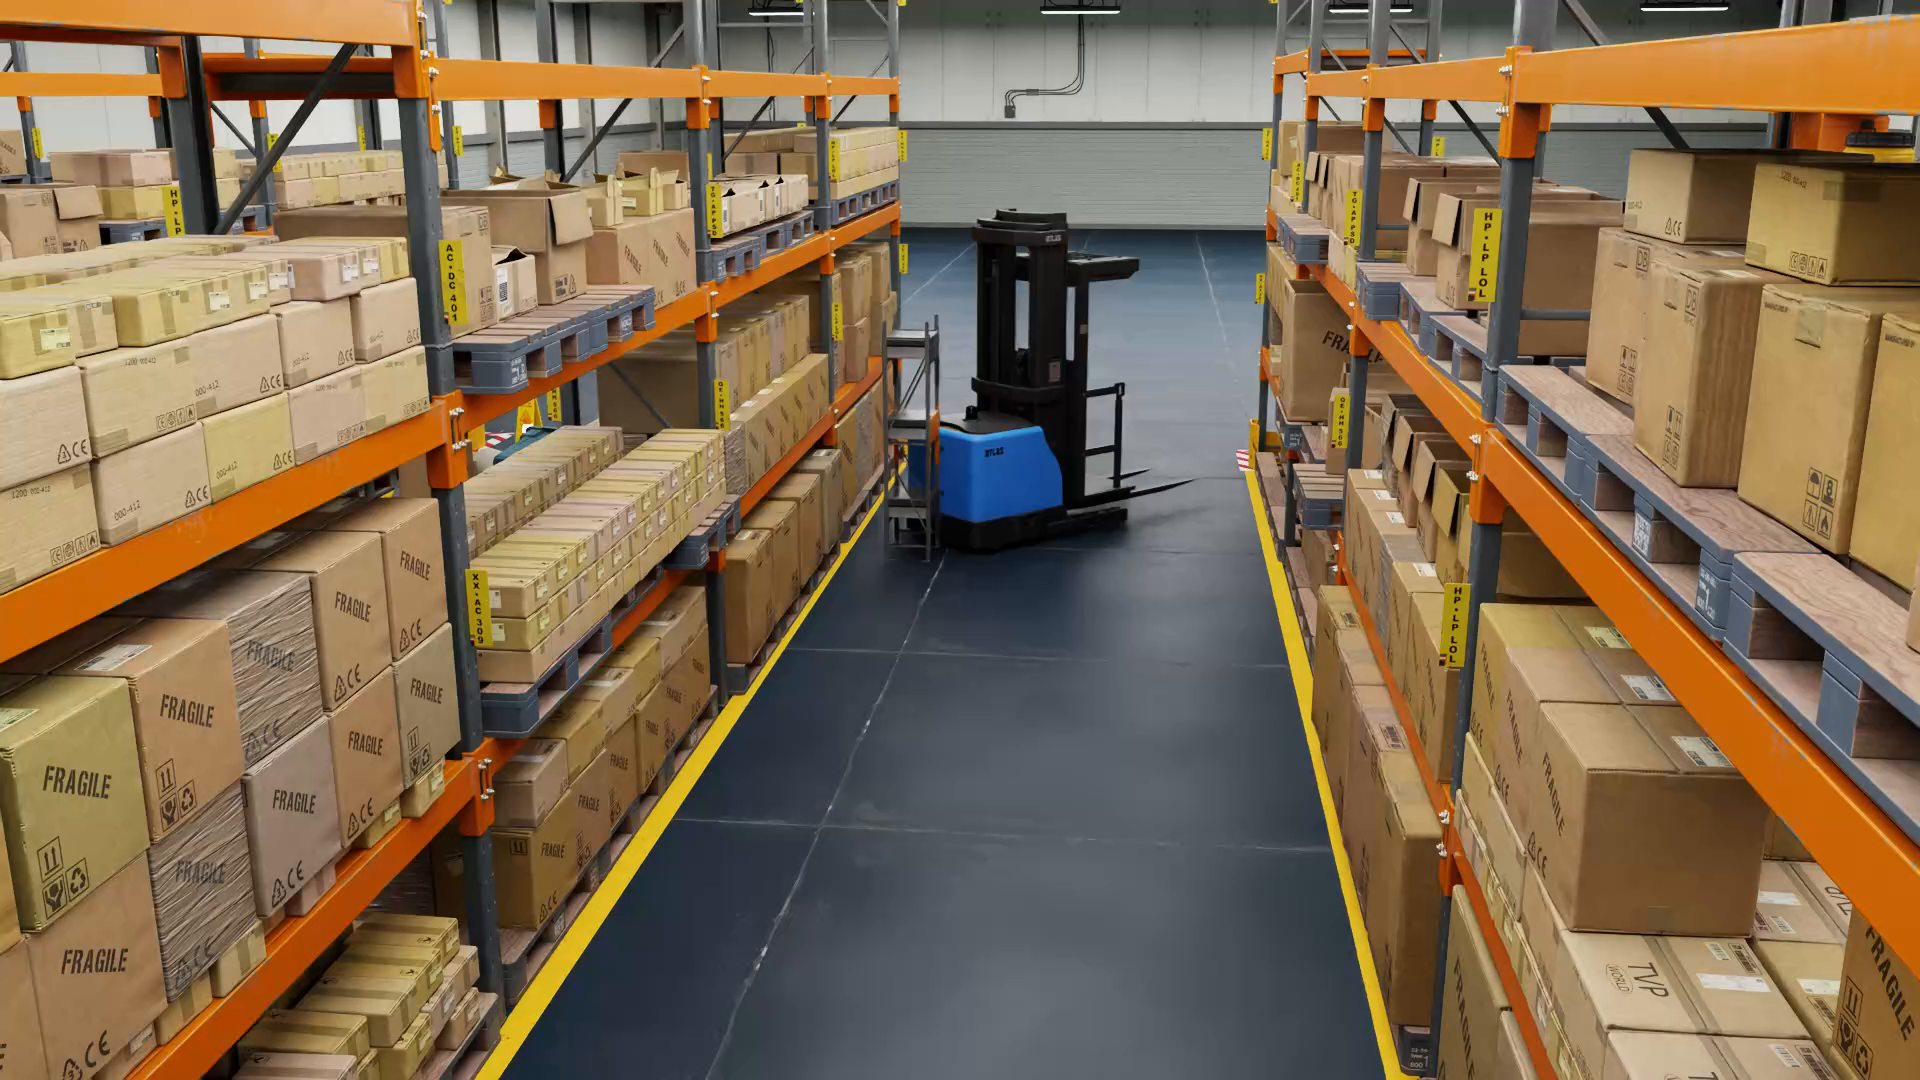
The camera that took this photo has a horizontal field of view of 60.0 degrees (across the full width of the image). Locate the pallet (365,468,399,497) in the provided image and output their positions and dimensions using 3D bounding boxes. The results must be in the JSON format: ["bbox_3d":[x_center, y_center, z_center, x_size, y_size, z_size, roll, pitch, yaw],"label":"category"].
[{"bbox_3d":[-6.365,-0.658,17.280,1.003,0.211,1.213,2,15,6],"label":"pallet"}]

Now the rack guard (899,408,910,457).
[{"bbox_3d":[-1.157,-1.229,18.838,1.175,0.500,0.348,2,15,6],"label":"rack guard"}]

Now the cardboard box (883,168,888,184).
[{"bbox_3d":[-0.947,-3.714,16.976,0.380,0.149,0.250,2,15,7],"label":"cardboard box"}]

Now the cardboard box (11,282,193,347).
[{"bbox_3d":[-2.406,-0.635,4.671,0.380,0.149,0.250,1,15,5],"label":"cardboard box"}]

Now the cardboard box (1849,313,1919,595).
[{"bbox_3d":[2.140,-0.134,3.064,0.700,0.500,0.500,1,15,4],"label":"cardboard box"}]

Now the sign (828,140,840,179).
[{"bbox_3d":[-1.071,-3.228,14.102,0.100,0.325,0.005,2,15,6],"label":"sign"}]

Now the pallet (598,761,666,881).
[{"bbox_3d":[-2.292,1.509,9.263,1.003,0.211,1.213,2,15,6],"label":"pallet"}]

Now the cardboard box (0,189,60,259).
[{"bbox_3d":[-6.875,-2.216,11.761,0.700,0.500,0.500,2,15,6],"label":"cardboard box"}]

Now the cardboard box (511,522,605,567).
[{"bbox_3d":[-1.925,0.022,7.960,0.380,0.149,0.250,1,15,6],"label":"cardboard box"}]

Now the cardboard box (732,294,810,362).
[{"bbox_3d":[-1.661,-1.794,14.032,0.700,0.500,0.500,1,15,5],"label":"cardboard box"}]

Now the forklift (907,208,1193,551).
[{"bbox_3d":[0.961,-1.616,15.610,3.031,2.935,1.130,-12,19,-38],"label":"forklift"}]

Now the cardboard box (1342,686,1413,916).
[{"bbox_3d":[2.555,1.280,8.037,1.225,0.875,0.875,1,15,4],"label":"cardboard box"}]

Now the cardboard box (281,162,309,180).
[{"bbox_3d":[-6.181,-3.364,15.151,0.380,0.149,0.250,2,15,8],"label":"cardboard box"}]

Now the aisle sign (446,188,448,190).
[{"bbox_3d":[-5.795,-3.812,18.620,0.394,0.787,0.004,2,15,6],"label":"aisle sign"}]

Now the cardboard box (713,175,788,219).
[{"bbox_3d":[-1.590,-2.587,12.499,0.500,0.311,0.500,1,15,4],"label":"cardboard box"}]

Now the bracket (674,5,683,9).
[{"bbox_3d":[-8.011,-15.513,48.487,0.076,0.066,3.189,2,15,6],"label":"bracket"}]

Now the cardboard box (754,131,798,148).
[{"bbox_3d":[-1.744,-3.786,15.718,0.380,0.149,0.250,2,15,6],"label":"cardboard box"}]

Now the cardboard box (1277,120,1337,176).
[{"bbox_3d":[3.321,-3.761,15.948,0.500,0.500,0.500,2,15,6],"label":"cardboard box"}]

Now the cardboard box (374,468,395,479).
[{"bbox_3d":[-6.100,-0.809,16.957,0.500,0.250,0.500,1,15,6],"label":"cardboard box"}]

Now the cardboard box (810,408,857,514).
[{"bbox_3d":[-1.471,-0.730,15.470,0.875,0.875,0.875,2,15,7],"label":"cardboard box"}]

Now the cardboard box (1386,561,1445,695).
[{"bbox_3d":[2.299,0.413,7.783,0.500,0.500,0.500,2,15,6],"label":"cardboard box"}]

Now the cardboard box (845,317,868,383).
[{"bbox_3d":[-1.364,-1.841,16.023,0.875,0.550,0.550,2,15,6],"label":"cardboard box"}]

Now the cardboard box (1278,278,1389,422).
[{"bbox_3d":[3.077,-1.510,13.135,1.000,1.000,1.000,2,15,7],"label":"cardboard box"}]

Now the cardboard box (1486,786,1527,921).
[{"bbox_3d":[2.029,1.027,5.424,0.500,0.250,0.500,2,15,6],"label":"cardboard box"}]

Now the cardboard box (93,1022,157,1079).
[{"bbox_3d":[-2.528,1.428,4.706,0.380,0.149,0.250,1,15,5],"label":"cardboard box"}]

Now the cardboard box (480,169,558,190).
[{"bbox_3d":[-2.430,-1.923,9.210,0.396,0.266,0.258,2,15,6],"label":"cardboard box"}]

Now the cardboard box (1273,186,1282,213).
[{"bbox_3d":[3.394,-3.382,16.550,0.500,0.250,0.500,1,15,5],"label":"cardboard box"}]

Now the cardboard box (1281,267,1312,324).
[{"bbox_3d":[3.138,-2.149,14.774,0.500,0.500,0.500,2,15,6],"label":"cardboard box"}]

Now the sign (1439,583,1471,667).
[{"bbox_3d":[1.863,0.321,6.251,0.100,0.325,0.005,2,15,6],"label":"sign"}]

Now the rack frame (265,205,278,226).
[{"bbox_3d":[-6.541,-1.512,15.095,1.000,3.000,0.127,2,15,6],"label":"rack frame"}]

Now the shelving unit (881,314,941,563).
[{"bbox_3d":[-0.421,-0.887,14.508,0.431,2.100,0.503,2,15,8],"label":"shelving unit"}]

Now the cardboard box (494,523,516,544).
[{"bbox_3d":[-2.520,0.007,8.586,0.380,0.149,0.250,2,15,7],"label":"cardboard box"}]

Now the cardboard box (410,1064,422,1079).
[{"bbox_3d":[-2.298,2.103,6.382,0.380,0.149,0.250,1,15,4],"label":"cardboard box"}]

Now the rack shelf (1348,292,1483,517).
[{"bbox_3d":[2.629,-0.765,7.962,1.077,0.370,4.000,2,15,6],"label":"rack shelf"}]

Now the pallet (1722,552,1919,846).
[{"bbox_3d":[2.025,0.294,2.838,1.003,0.211,1.213,2,15,6],"label":"pallet"}]

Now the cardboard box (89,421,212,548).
[{"bbox_3d":[-2.483,-0.168,4.667,0.500,0.250,0.500,2,15,6],"label":"cardboard box"}]

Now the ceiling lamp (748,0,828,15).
[{"bbox_3d":[-4.328,-14.893,41.905,2.000,3.185,0.800,2,15,6],"label":"ceiling lamp"}]

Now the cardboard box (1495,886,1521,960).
[{"bbox_3d":[1.952,1.248,5.370,0.380,0.149,0.250,1,15,5],"label":"cardboard box"}]

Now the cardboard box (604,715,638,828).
[{"bbox_3d":[-2.063,1.229,8.942,0.500,0.500,0.500,2,15,7],"label":"cardboard box"}]

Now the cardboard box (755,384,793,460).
[{"bbox_3d":[-1.573,-0.903,12.653,0.500,0.500,0.500,2,15,6],"label":"cardboard box"}]

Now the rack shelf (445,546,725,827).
[{"bbox_3d":[-2.288,0.511,8.991,1.077,0.370,4.000,2,15,6],"label":"rack shelf"}]

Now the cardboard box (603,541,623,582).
[{"bbox_3d":[-1.899,0.097,8.251,0.380,0.149,0.250,2,15,9],"label":"cardboard box"}]

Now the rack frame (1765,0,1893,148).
[{"bbox_3d":[8.678,-5.007,16.529,1.000,3.000,0.127,2,15,6],"label":"rack frame"}]

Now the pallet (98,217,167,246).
[{"bbox_3d":[-6.830,-2.443,13.152,1.213,0.211,1.003,2,15,6],"label":"pallet"}]

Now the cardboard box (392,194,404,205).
[{"bbox_3d":[-5.987,-3.512,17.226,0.380,0.149,0.250,2,15,6],"label":"cardboard box"}]

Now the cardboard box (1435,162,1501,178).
[{"bbox_3d":[3.163,-2.034,10.131,0.500,0.500,0.500,2,15,7],"label":"cardboard box"}]

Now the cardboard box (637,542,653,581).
[{"bbox_3d":[-1.839,0.109,8.779,0.380,0.149,0.250,1,15,4],"label":"cardboard box"}]

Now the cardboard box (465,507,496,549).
[{"bbox_3d":[-2.541,-0.064,8.278,0.380,0.149,0.250,1,15,4],"label":"cardboard box"}]

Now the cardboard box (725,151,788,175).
[{"bbox_3d":[-1.811,-3.298,14.674,0.500,0.250,0.500,2,15,6],"label":"cardboard box"}]

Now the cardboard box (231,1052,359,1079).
[{"bbox_3d":[-2.351,1.939,5.850,0.380,0.149,0.250,1,15,4],"label":"cardboard box"}]

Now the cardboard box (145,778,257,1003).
[{"bbox_3d":[-2.486,1.021,4.965,0.500,0.500,0.500,1,15,5],"label":"cardboard box"}]

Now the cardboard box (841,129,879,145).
[{"bbox_3d":[-1.005,-3.965,16.379,0.380,0.149,0.250,1,15,5],"label":"cardboard box"}]

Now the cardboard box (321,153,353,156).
[{"bbox_3d":[-6.470,-3.916,17.193,0.380,0.149,0.250,2,15,6],"label":"cardboard box"}]

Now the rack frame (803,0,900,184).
[{"bbox_3d":[-1.160,-5.326,17.706,1.000,3.000,0.127,2,15,6],"label":"rack frame"}]
